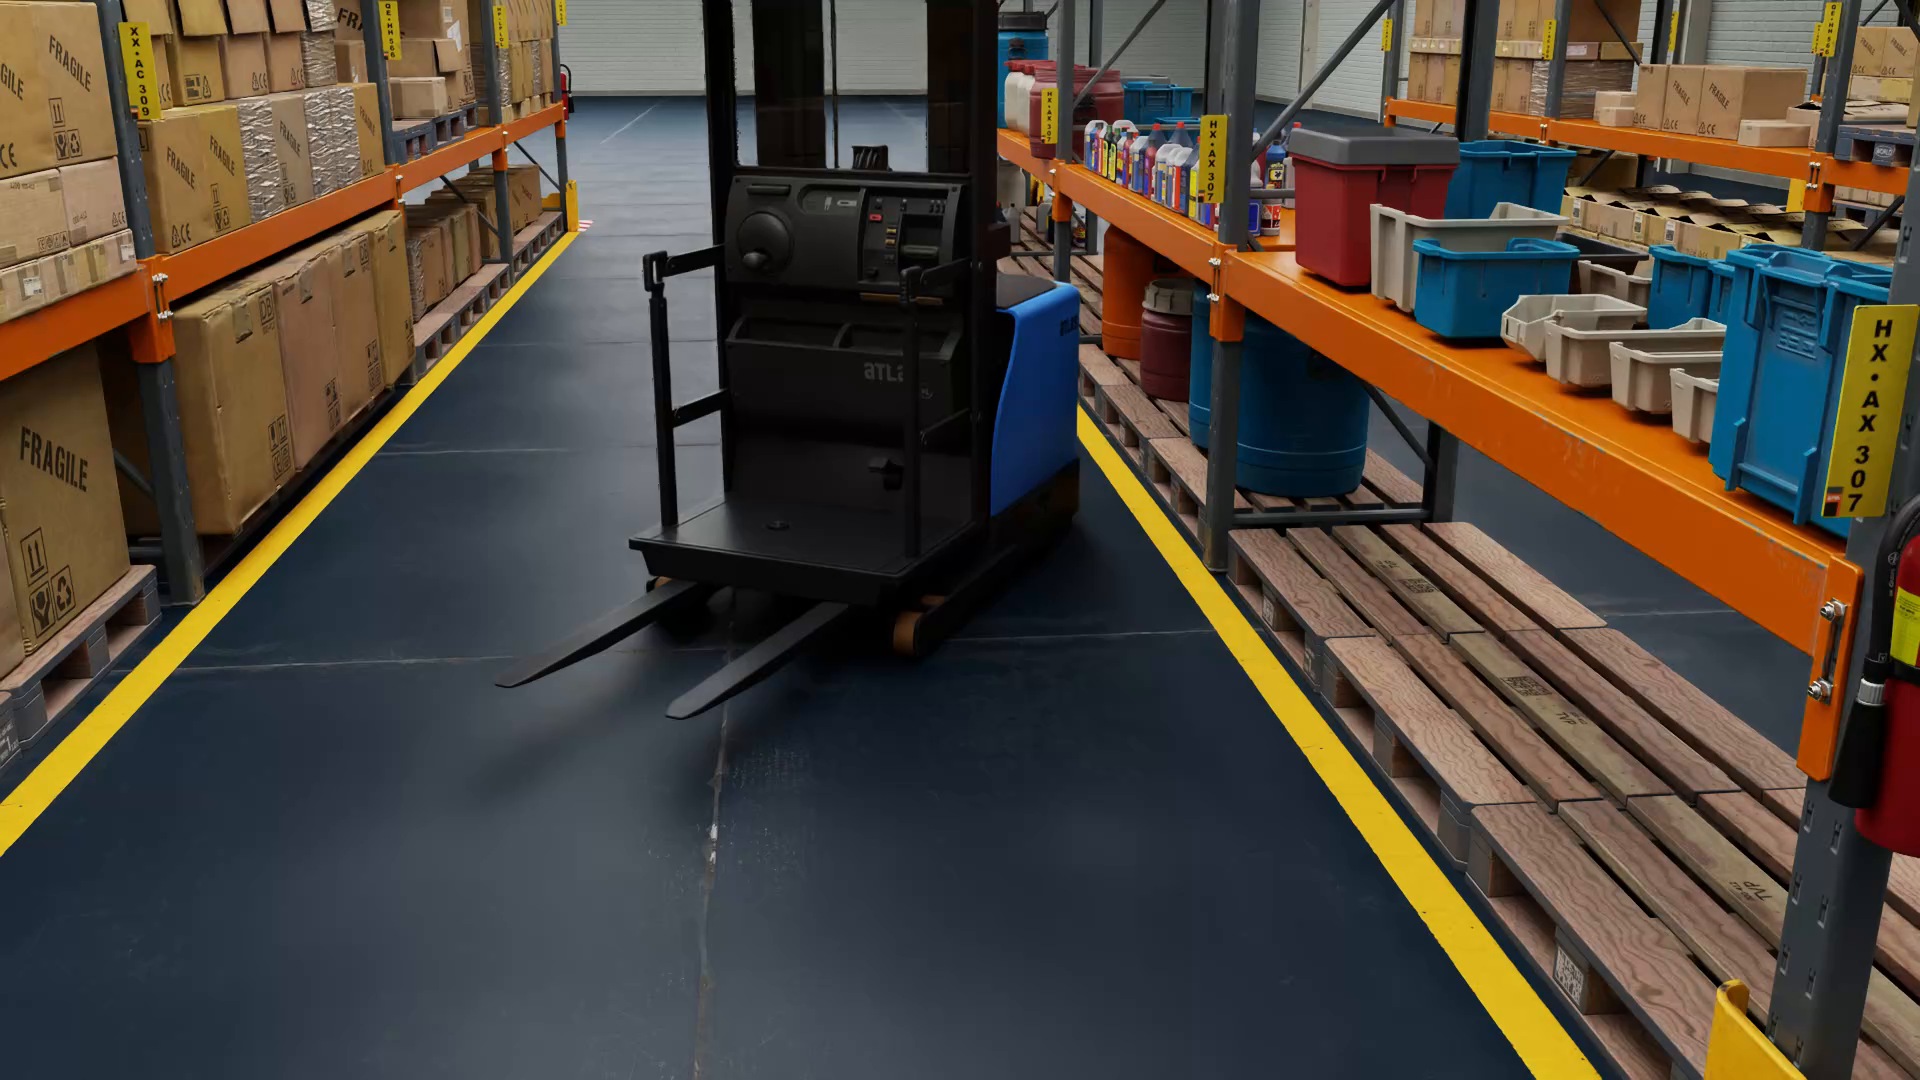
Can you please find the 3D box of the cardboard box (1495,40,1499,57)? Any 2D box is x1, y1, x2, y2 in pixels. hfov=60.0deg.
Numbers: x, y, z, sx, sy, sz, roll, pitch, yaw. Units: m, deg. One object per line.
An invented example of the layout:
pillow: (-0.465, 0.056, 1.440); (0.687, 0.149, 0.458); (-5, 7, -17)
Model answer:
cardboard box: (5.235, -4.672, 15.802); (0.380, 0.149, 0.250); (-1, 17, -4)

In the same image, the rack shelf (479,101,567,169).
rack shelf: (-4.454, -3.810, 15.506); (1.077, 0.370, 4.000); (-2, 18, -6)

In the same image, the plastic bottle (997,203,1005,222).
plastic bottle: (0.325, -2.839, 14.901); (0.144, 0.351, 0.185); (-2, 18, -7)

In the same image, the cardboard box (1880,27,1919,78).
cardboard box: (9.959, -5.051, 17.222); (0.500, 0.500, 0.500); (-2, 18, -7)

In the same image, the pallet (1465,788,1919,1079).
pallet: (1.870, 0.948, 3.804); (1.003, 0.211, 1.213); (-2, 18, -6)

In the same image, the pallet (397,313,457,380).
pallet: (-3.915, -1.268, 10.864); (1.003, 0.211, 1.213); (-2, 18, -6)

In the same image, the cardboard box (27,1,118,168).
cardboard box: (-3.109, -1.473, 5.364); (0.500, 0.500, 0.500); (-1, 17, -4)

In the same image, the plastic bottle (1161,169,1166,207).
plastic bottle: (0.999, -1.672, 7.828); (0.097, 0.201, 0.097); (0, 17, 0)

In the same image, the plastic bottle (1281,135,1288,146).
plastic bottle: (1.647, -1.918, 8.475); (0.061, 0.283, 0.133); (-2, 18, -6)

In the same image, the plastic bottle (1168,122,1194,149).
plastic bottle: (1.107, -1.940, 8.431); (0.144, 0.351, 0.185); (-2, 18, -6)

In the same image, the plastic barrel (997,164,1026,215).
plastic barrel: (0.462, -3.572, 17.001); (0.421, 0.512, 0.421); (0, 17, 0)

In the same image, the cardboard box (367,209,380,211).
cardboard box: (-3.934, -1.939, 10.533); (0.500, 0.250, 0.500); (-1, 17, -3)

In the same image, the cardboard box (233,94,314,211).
cardboard box: (-3.384, -1.819, 7.796); (0.500, 0.500, 0.500); (-1, 17, -5)

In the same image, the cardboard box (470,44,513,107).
cardboard box: (-4.233, -3.883, 13.874); (0.875, 0.500, 0.500); (-2, 18, -6)

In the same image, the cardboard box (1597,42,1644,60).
cardboard box: (5.771, -4.306, 14.634); (0.380, 0.149, 0.250); (-2, 18, -6)

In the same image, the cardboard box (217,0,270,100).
cardboard box: (-3.636, -2.280, 7.589); (0.797, 0.503, 0.637); (-1, 17, -4)

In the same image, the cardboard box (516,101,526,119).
cardboard box: (-4.057, -3.809, 14.722); (0.380, 0.149, 0.250); (-2, 18, -6)

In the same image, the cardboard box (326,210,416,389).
cardboard box: (-3.785, -1.346, 9.303); (1.225, 0.875, 0.875); (-3, 18, -8)

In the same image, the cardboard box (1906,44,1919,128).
cardboard box: (6.195, -2.734, 10.011); (0.700, 0.500, 0.500); (-8, 19, -24)

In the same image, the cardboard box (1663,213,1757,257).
cardboard box: (5.610, -2.280, 12.385); (0.500, 0.311, 0.500); (-2, 18, -6)

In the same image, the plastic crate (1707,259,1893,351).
plastic crate: (2.082, -0.560, 4.132); (0.416, 0.233, 0.300); (-2, 18, -6)

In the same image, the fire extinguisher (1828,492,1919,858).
fire extinguisher: (1.480, 0.139, 2.479); (0.296, 0.674, 0.183); (-2, 18, -6)

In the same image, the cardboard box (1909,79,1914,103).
cardboard box: (10.019, -4.534, 16.828); (0.500, 0.250, 0.500); (-2, 18, -5)

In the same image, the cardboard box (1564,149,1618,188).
cardboard box: (5.810, -3.405, 15.653); (0.500, 0.500, 0.500); (-2, 18, -6)

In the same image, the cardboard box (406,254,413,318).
cardboard box: (-3.924, -1.582, 10.647); (0.700, 0.500, 0.500); (-3, 18, -9)

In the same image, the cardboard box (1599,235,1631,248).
cardboard box: (5.509, -2.316, 13.437); (0.500, 0.250, 0.500); (-2, 18, -7)

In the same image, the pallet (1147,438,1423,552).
pallet: (1.466, -0.228, 7.550); (1.003, 0.211, 1.213); (-2, 18, -6)

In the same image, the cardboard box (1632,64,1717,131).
cardboard box: (5.723, -3.524, 13.226); (0.500, 0.500, 0.500); (-1, 17, -2)

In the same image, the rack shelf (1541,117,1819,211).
rack shelf: (5.812, -2.923, 12.681); (1.077, 0.370, 4.000); (-2, 18, -6)

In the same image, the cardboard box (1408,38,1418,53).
cardboard box: (5.020, -5.288, 17.762); (0.380, 0.149, 0.250); (-2, 18, -6)

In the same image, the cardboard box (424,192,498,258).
cardboard box: (-4.249, -2.686, 14.195); (0.500, 0.500, 0.500); (-2, 18, -7)

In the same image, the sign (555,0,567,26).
sign: (-4.106, -5.463, 17.111); (0.100, 0.325, 0.005); (-2, 18, -6)

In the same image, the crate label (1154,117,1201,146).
crate label: (1.420, -2.576, 10.654); (0.303, 0.233, 0.416); (-2, 18, -6)

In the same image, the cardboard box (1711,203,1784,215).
cardboard box: (6.090, -2.453, 12.936); (0.500, 0.311, 0.500); (-2, 18, -6)

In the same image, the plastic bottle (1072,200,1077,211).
plastic bottle: (1.008, -2.910, 15.125); (0.144, 0.351, 0.185); (-1, 17, -4)

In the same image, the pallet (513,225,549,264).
pallet: (-4.481, -2.790, 15.712); (1.003, 0.211, 1.213); (-2, 18, -6)

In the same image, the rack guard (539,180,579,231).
rack guard: (-4.653, -3.534, 17.599); (1.175, 0.500, 0.348); (-2, 18, -6)

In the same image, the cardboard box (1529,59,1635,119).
cardboard box: (5.554, -4.042, 14.877); (0.700, 0.500, 0.500); (-2, 18, -7)

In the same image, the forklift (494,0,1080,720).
forklift: (-0.516, -1.127, 5.875); (1.130, 2.935, 3.031); (7, 19, 22)

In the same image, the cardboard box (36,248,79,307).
cardboard box: (-3.012, -0.820, 5.201); (0.380, 0.149, 0.250); (-2, 18, -7)

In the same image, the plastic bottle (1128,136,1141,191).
plastic bottle: (0.918, -1.939, 8.560); (0.097, 0.271, 0.097); (0, 17, 0)

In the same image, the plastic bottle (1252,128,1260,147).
plastic bottle: (1.615, -2.130, 9.169); (0.097, 0.271, 0.097); (0, 17, 0)

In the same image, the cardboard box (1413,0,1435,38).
cardboard box: (5.234, -5.565, 17.564); (0.700, 0.500, 0.500); (-2, 18, -5)

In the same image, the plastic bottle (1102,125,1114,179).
plastic bottle: (0.830, -2.145, 9.196); (0.061, 0.283, 0.133); (-2, 18, -6)

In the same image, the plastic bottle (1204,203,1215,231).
plastic bottle: (1.072, -1.446, 6.971); (0.061, 0.283, 0.133); (-2, 18, -6)

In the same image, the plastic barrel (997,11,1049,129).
plastic barrel: (0.417, -3.825, 13.516); (0.600, 0.901, 0.708); (-2, 18, -6)

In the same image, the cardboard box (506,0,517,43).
cardboard box: (-4.095, -4.515, 14.217); (0.500, 0.500, 0.500); (-2, 18, -6)

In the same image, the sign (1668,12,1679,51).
sign: (6.145, -4.397, 14.373); (0.100, 0.325, 0.005); (-2, 18, -6)

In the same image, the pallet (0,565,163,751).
pallet: (-3.422, 0.386, 5.597); (1.003, 0.211, 1.213); (-2, 18, -6)

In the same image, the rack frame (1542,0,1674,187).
rack frame: (5.606, -3.862, 14.472); (1.000, 3.000, 0.127); (-2, 18, -6)

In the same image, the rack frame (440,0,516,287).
rack frame: (-4.248, -3.557, 13.500); (1.000, 3.000, 0.127); (-2, 18, -6)
